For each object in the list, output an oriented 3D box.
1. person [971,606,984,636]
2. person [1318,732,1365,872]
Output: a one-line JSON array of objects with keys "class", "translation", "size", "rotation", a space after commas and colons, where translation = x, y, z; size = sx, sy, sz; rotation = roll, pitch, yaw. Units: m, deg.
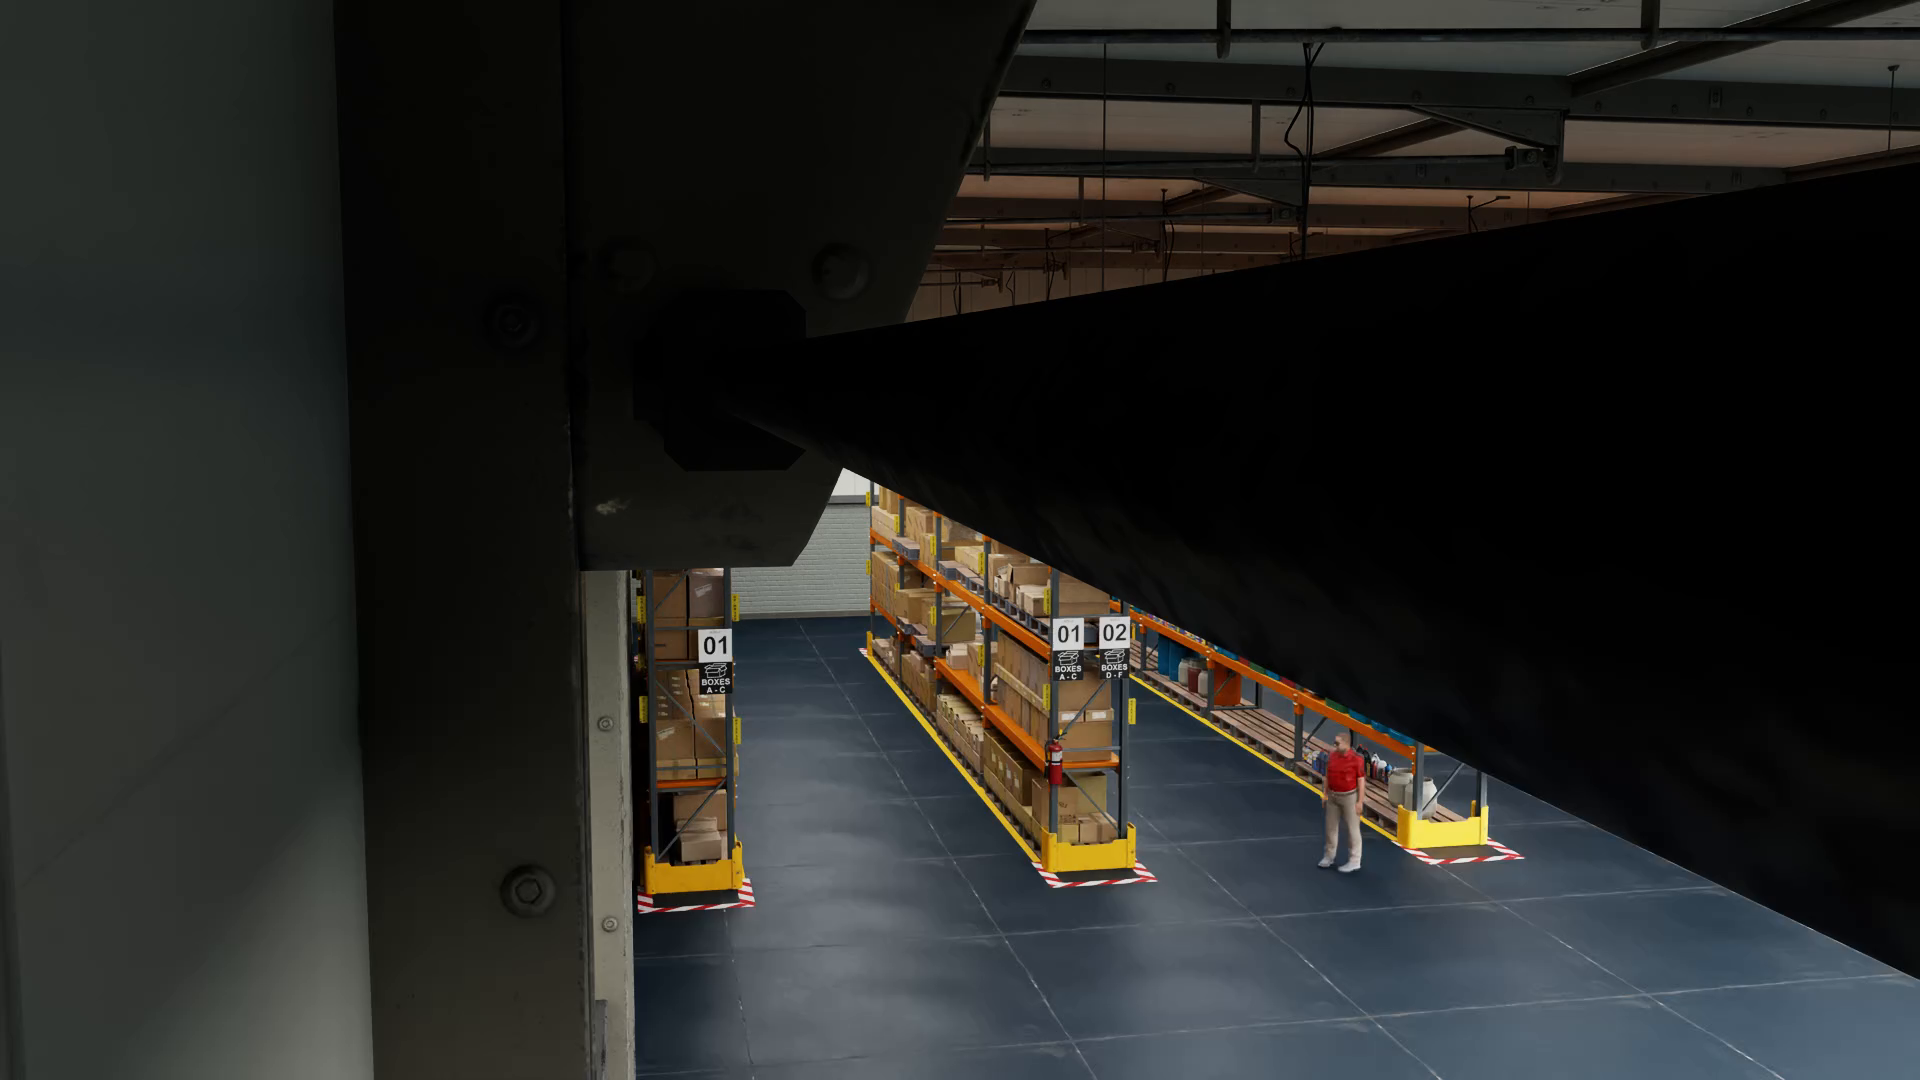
[{"class": "person", "translation": [0.247, 1.576, 36.944], "size": [0.623, 1.782, 0.810], "rotation": [-6, 8, -43]}, {"class": "person", "translation": [4.791, 3.278, 20.951], "size": [0.577, 1.731, 0.442], "rotation": [6, 8, 44]}]
